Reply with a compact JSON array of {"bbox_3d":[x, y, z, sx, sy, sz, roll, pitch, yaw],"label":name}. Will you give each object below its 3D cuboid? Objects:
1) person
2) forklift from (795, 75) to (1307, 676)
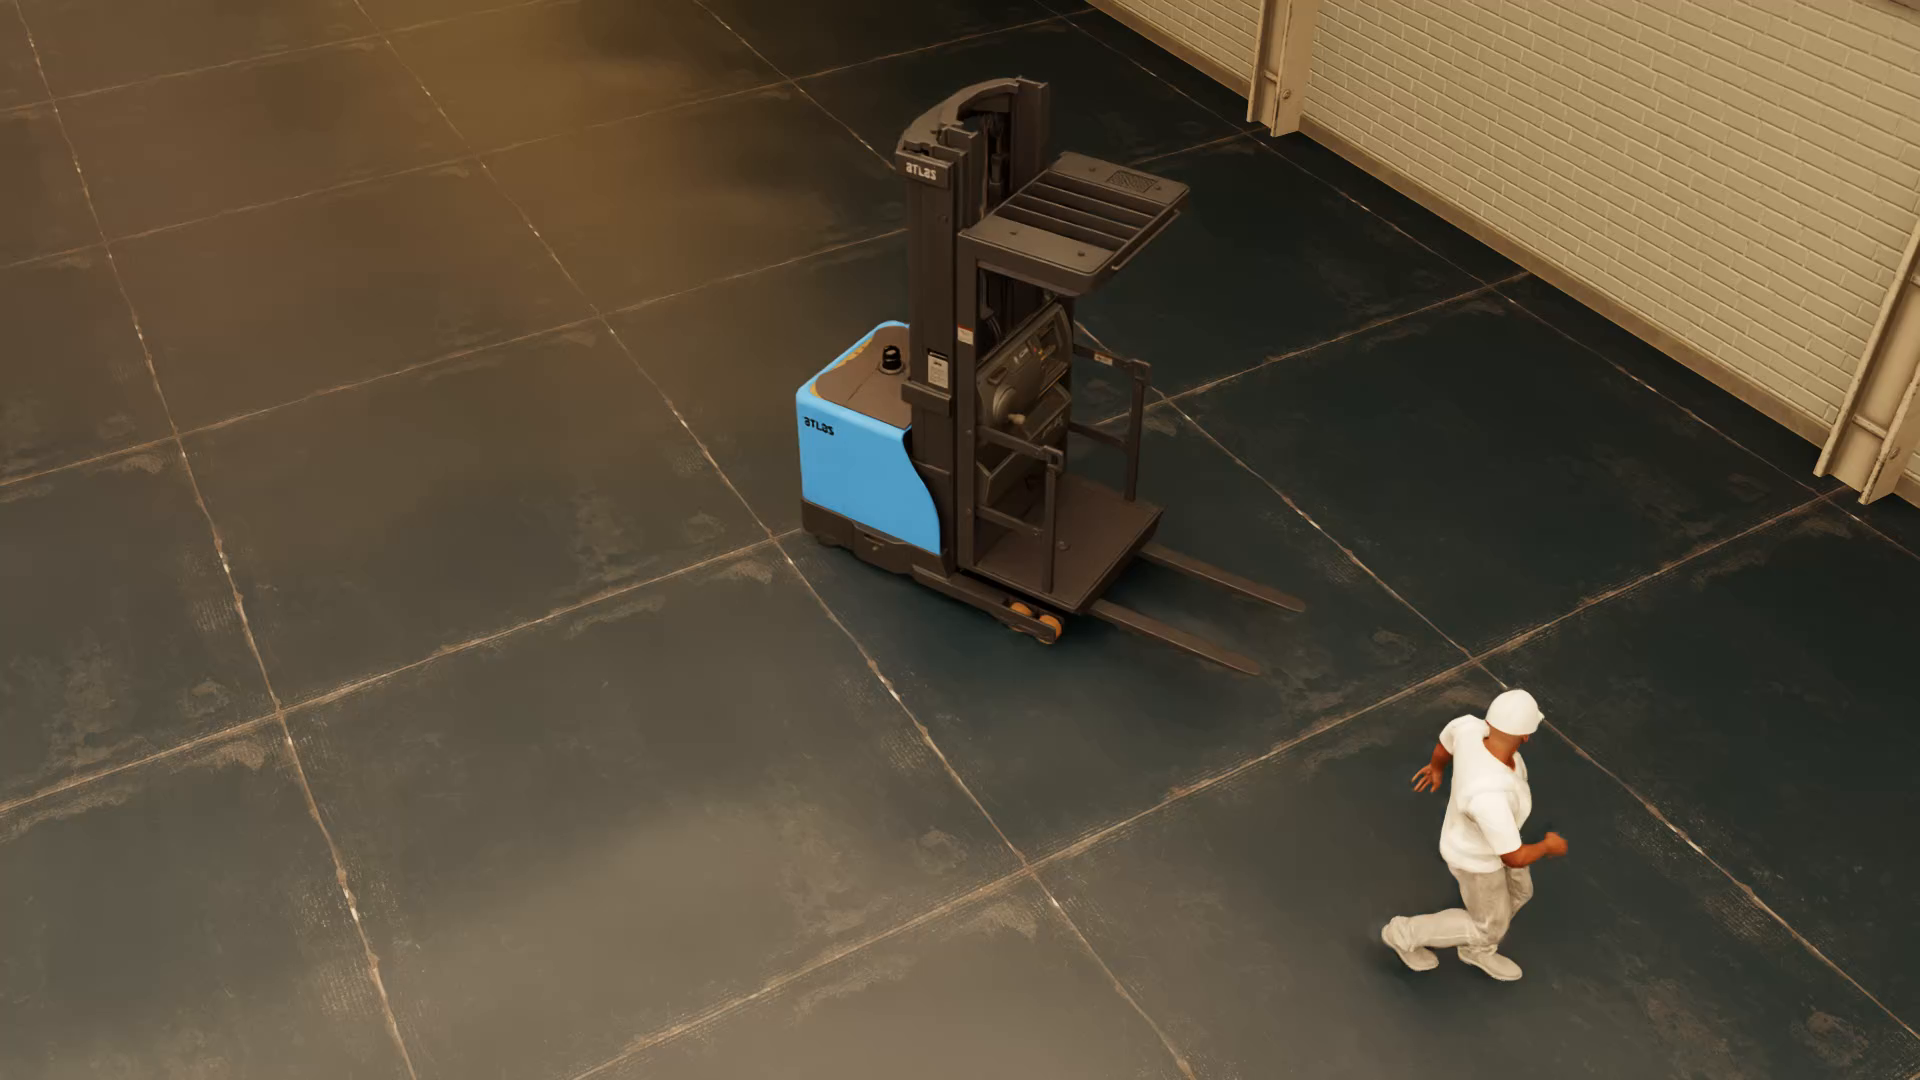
[{"bbox_3d":[2.331,1.315,7.423,0.707,1.700,0.694,15,42,17],"label":"person"},{"bbox_3d":[0.536,-0.918,9.142,3.031,2.935,1.130,22,45,24],"label":"forklift"}]
